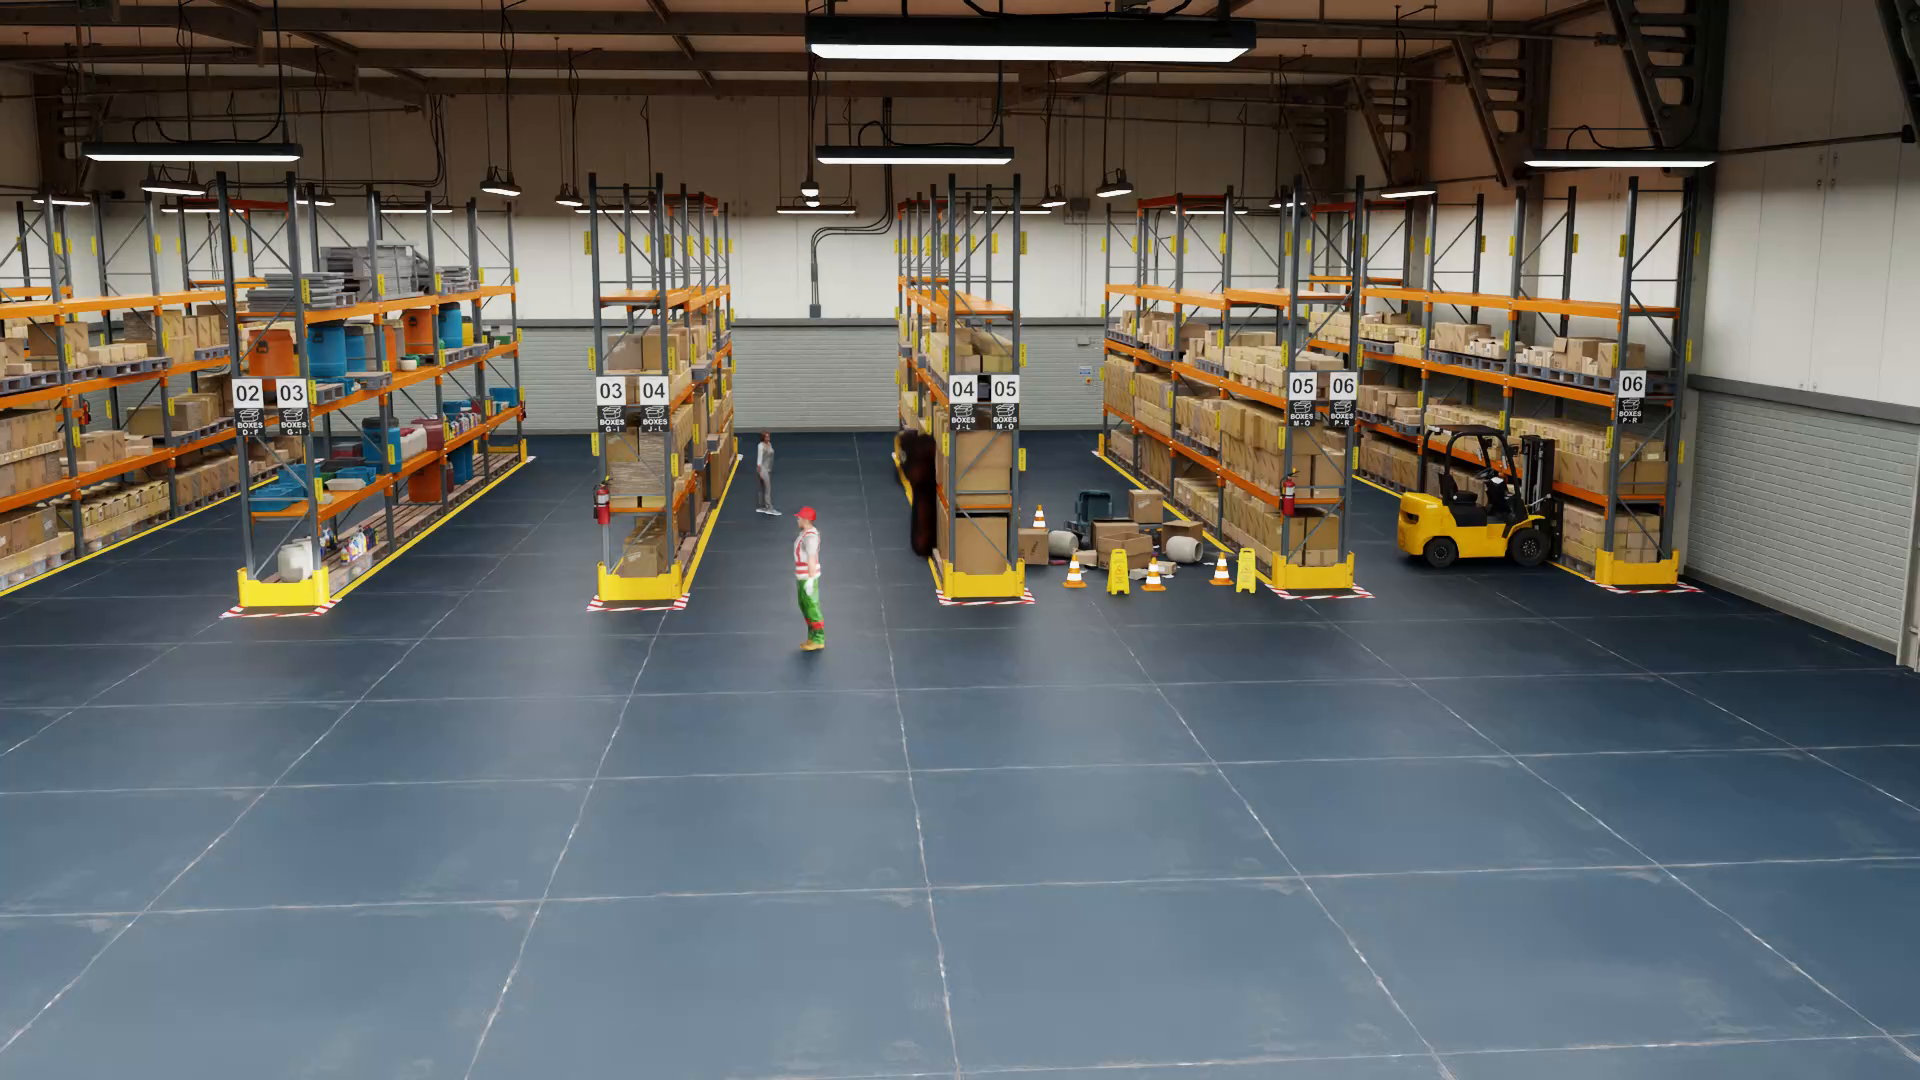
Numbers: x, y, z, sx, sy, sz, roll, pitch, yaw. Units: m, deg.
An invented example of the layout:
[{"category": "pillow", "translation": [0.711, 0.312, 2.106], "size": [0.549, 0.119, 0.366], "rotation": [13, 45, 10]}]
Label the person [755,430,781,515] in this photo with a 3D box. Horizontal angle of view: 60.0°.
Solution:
[{"category": "person", "translation": [-3.628, -1.288, 31.443], "size": [0.530, 1.597, 0.465], "rotation": [1, 10, 7]}]

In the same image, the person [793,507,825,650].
[{"category": "person", "translation": [-1.902, 0.486, 20.832], "size": [0.357, 1.825, 0.674], "rotation": [-2, 10, -13]}]
